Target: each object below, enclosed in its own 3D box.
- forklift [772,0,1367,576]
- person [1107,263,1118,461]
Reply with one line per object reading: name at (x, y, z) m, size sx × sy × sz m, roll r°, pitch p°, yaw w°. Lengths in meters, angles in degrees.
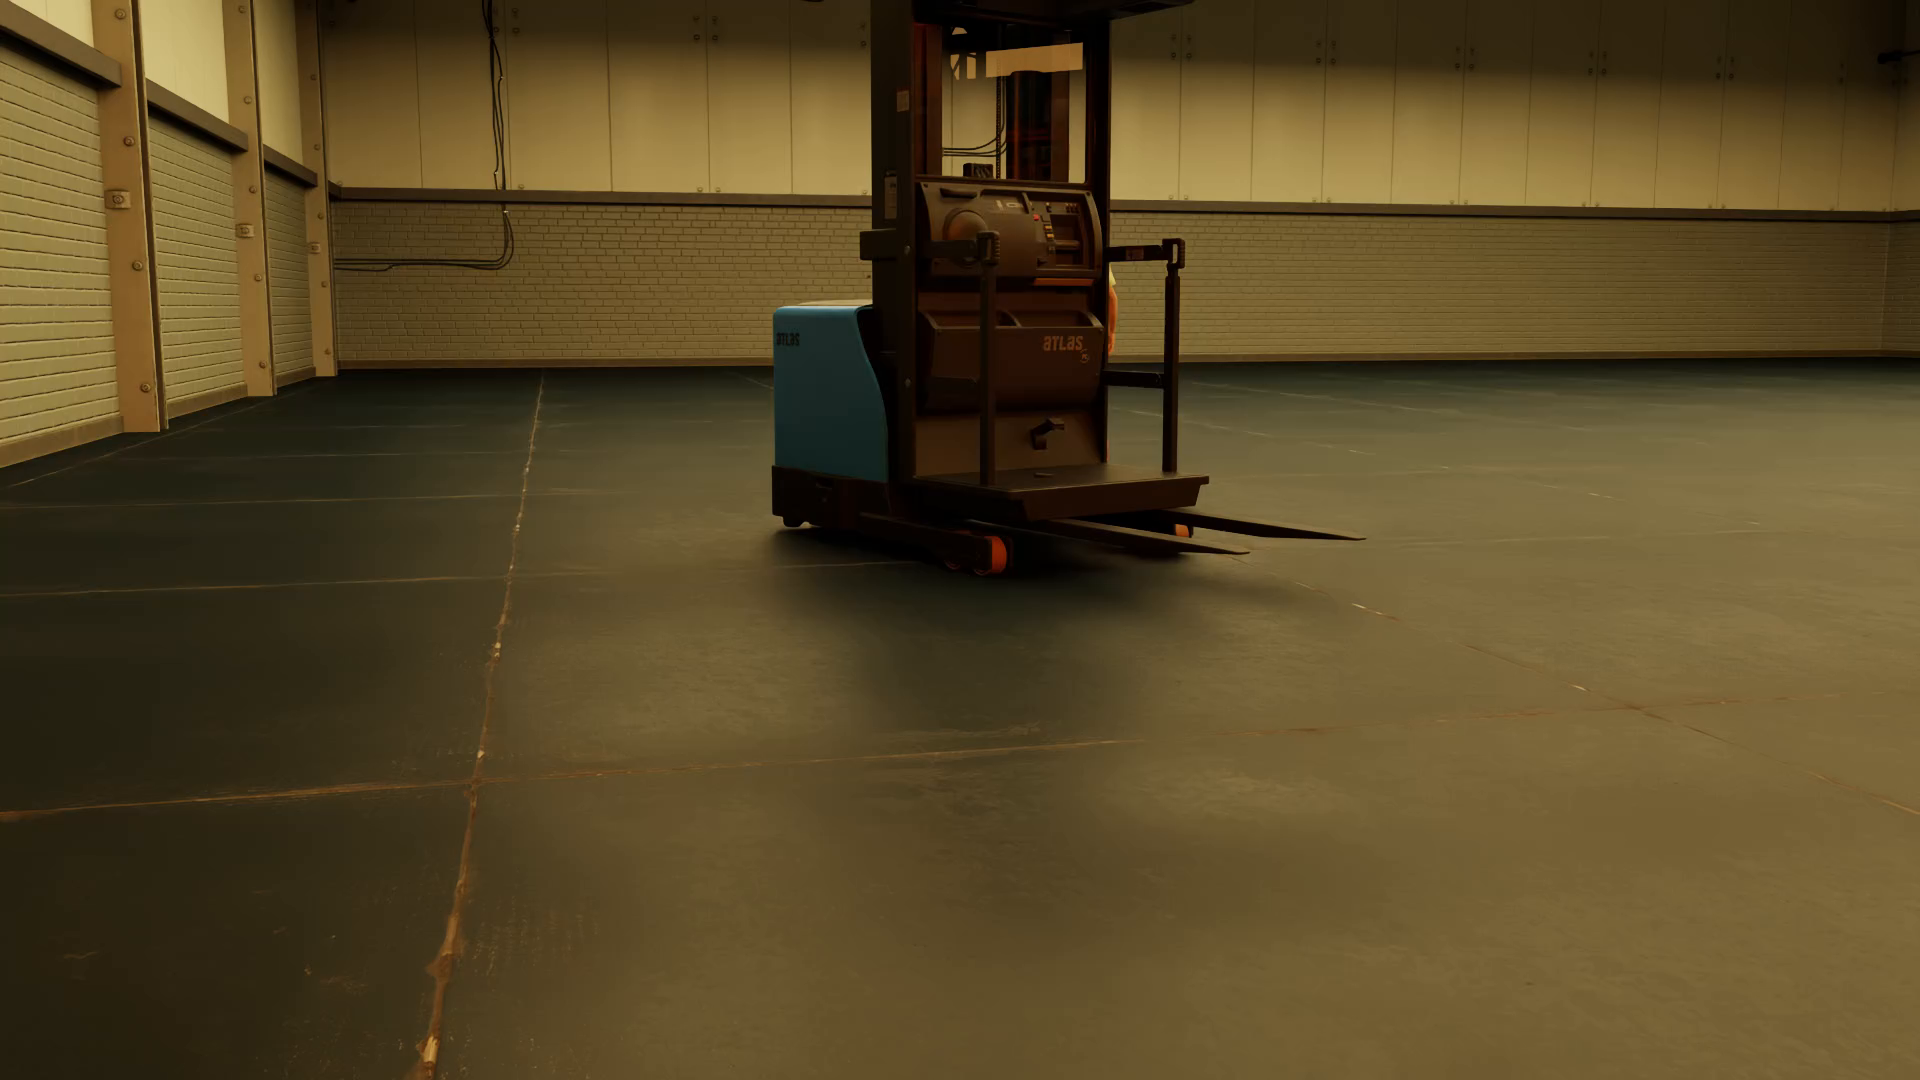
forklift at (0.355, -1.383, 7.015) m, size 1.130 × 2.935 × 3.031 m, roll -6°, pitch 10°, yaw -35°
person at (0.730, -1.266, 10.650) m, size 0.553 × 1.673 × 0.548 m, roll -2°, pitch 8°, yaw -12°
